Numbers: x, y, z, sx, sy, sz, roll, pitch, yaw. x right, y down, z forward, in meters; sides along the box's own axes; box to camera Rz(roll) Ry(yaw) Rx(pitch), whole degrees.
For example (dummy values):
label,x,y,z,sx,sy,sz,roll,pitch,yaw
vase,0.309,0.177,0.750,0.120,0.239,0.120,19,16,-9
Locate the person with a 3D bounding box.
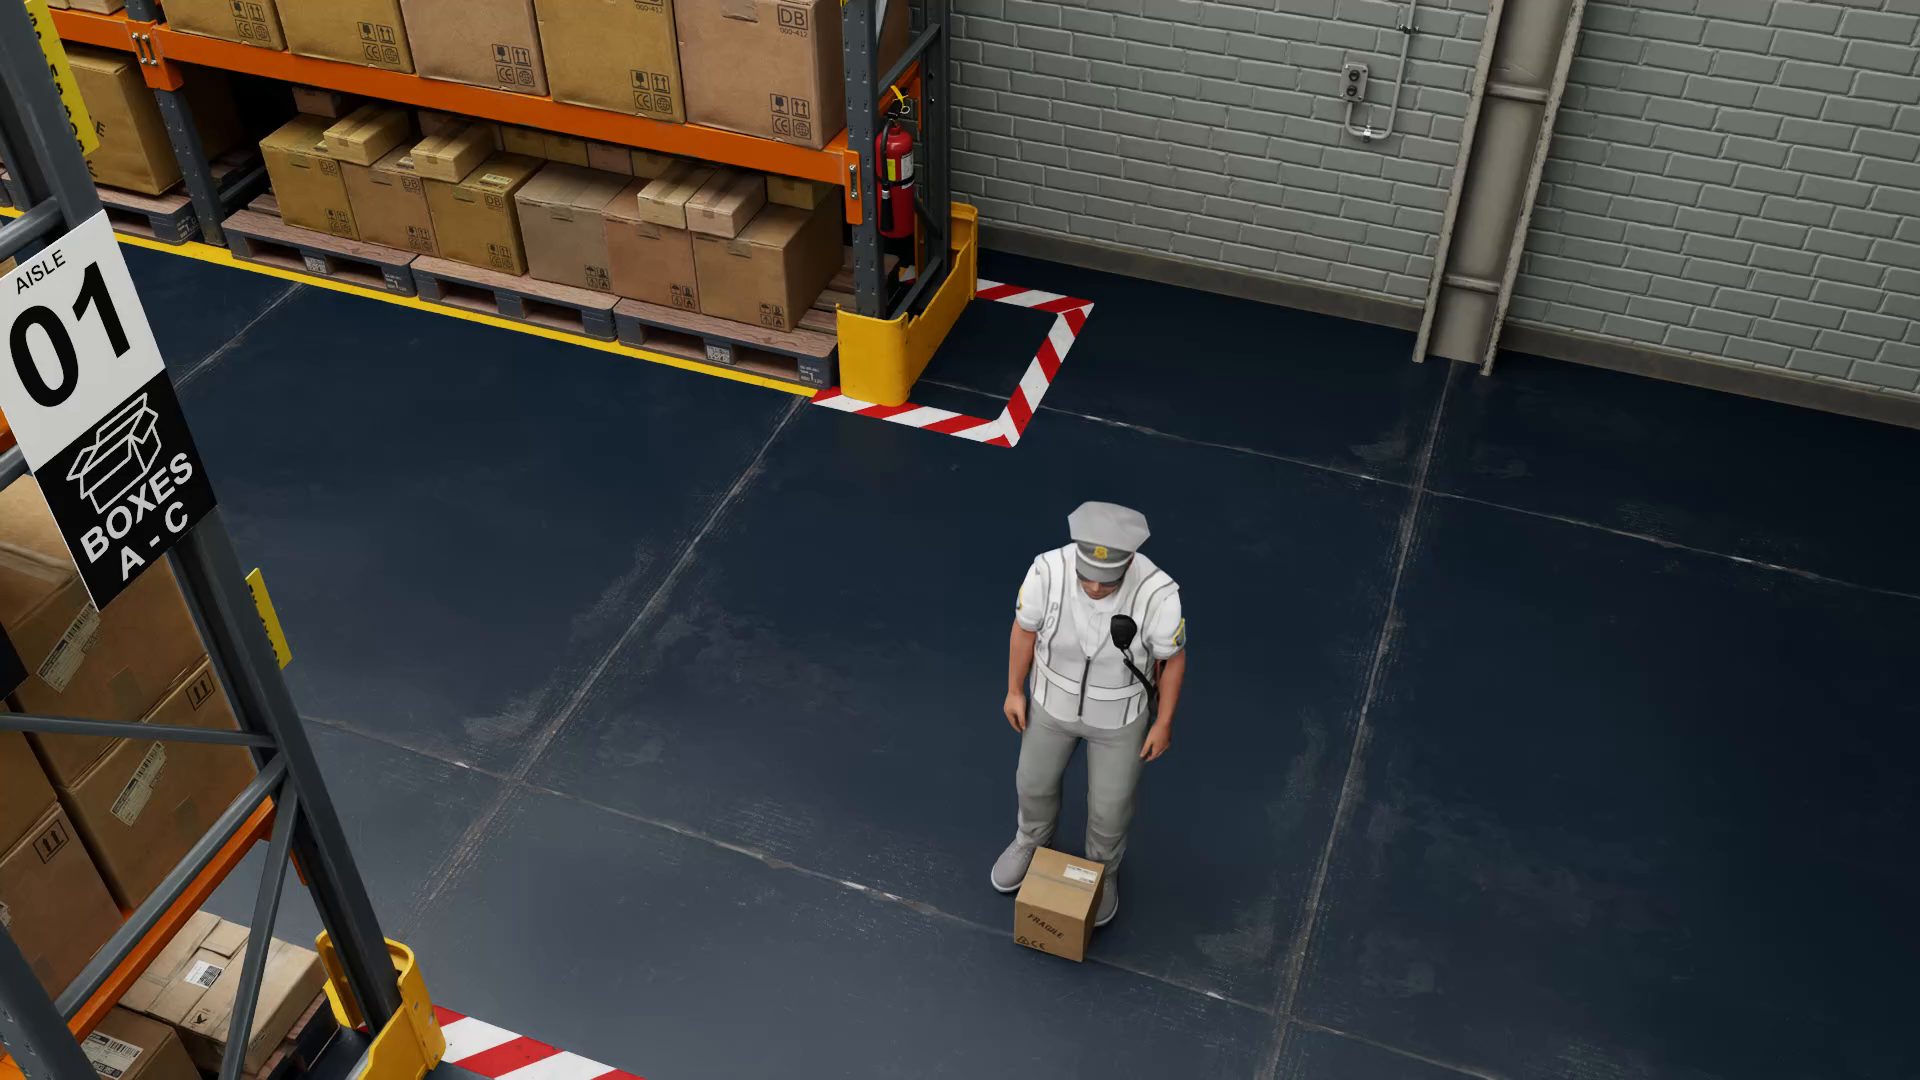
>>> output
label,x,y,z,sx,sy,sz,roll,pitch,yaw
person,0.431,0.551,5.525,0.585,1.747,0.478,12,43,13
